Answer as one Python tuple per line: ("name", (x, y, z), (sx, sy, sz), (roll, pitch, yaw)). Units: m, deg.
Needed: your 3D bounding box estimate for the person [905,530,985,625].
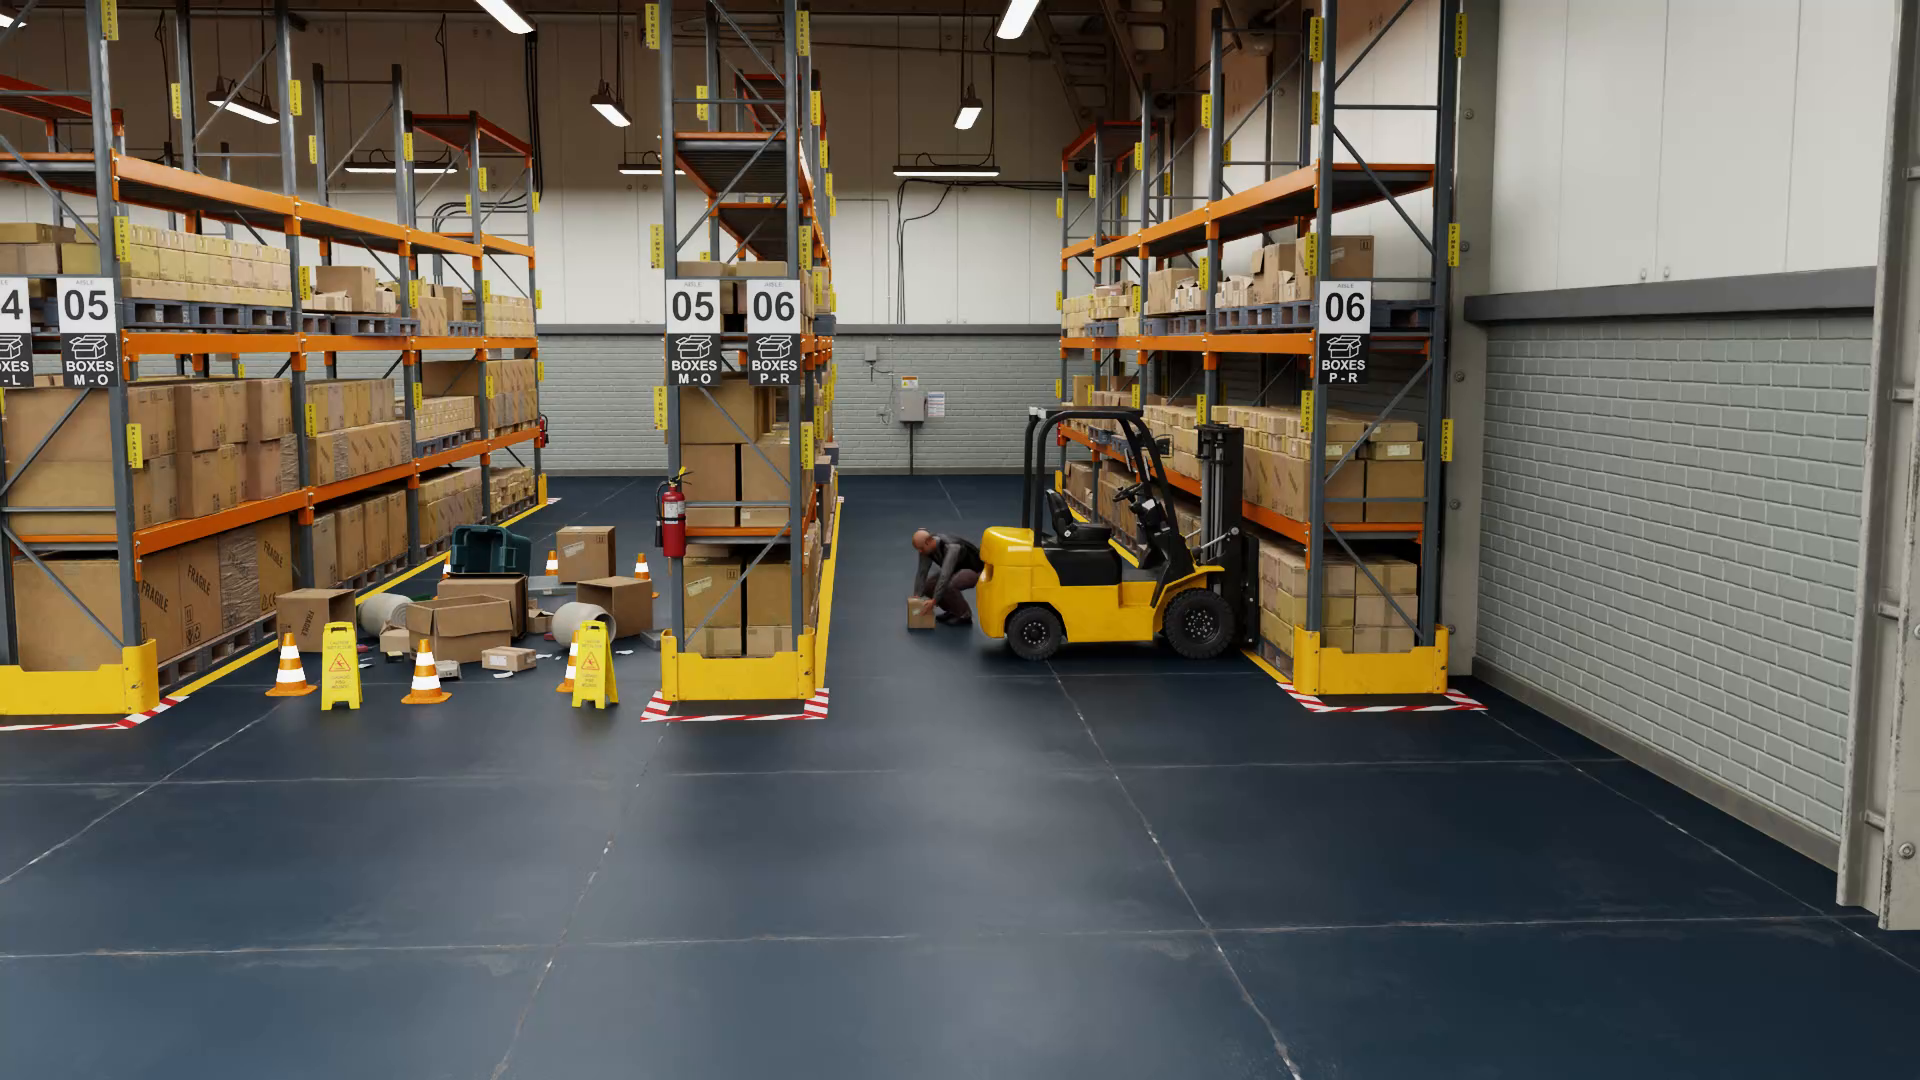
("person", (-0.109, 0.349, 16.225), (0.861, 0.945, 0.543), (-4, 8, -33))
